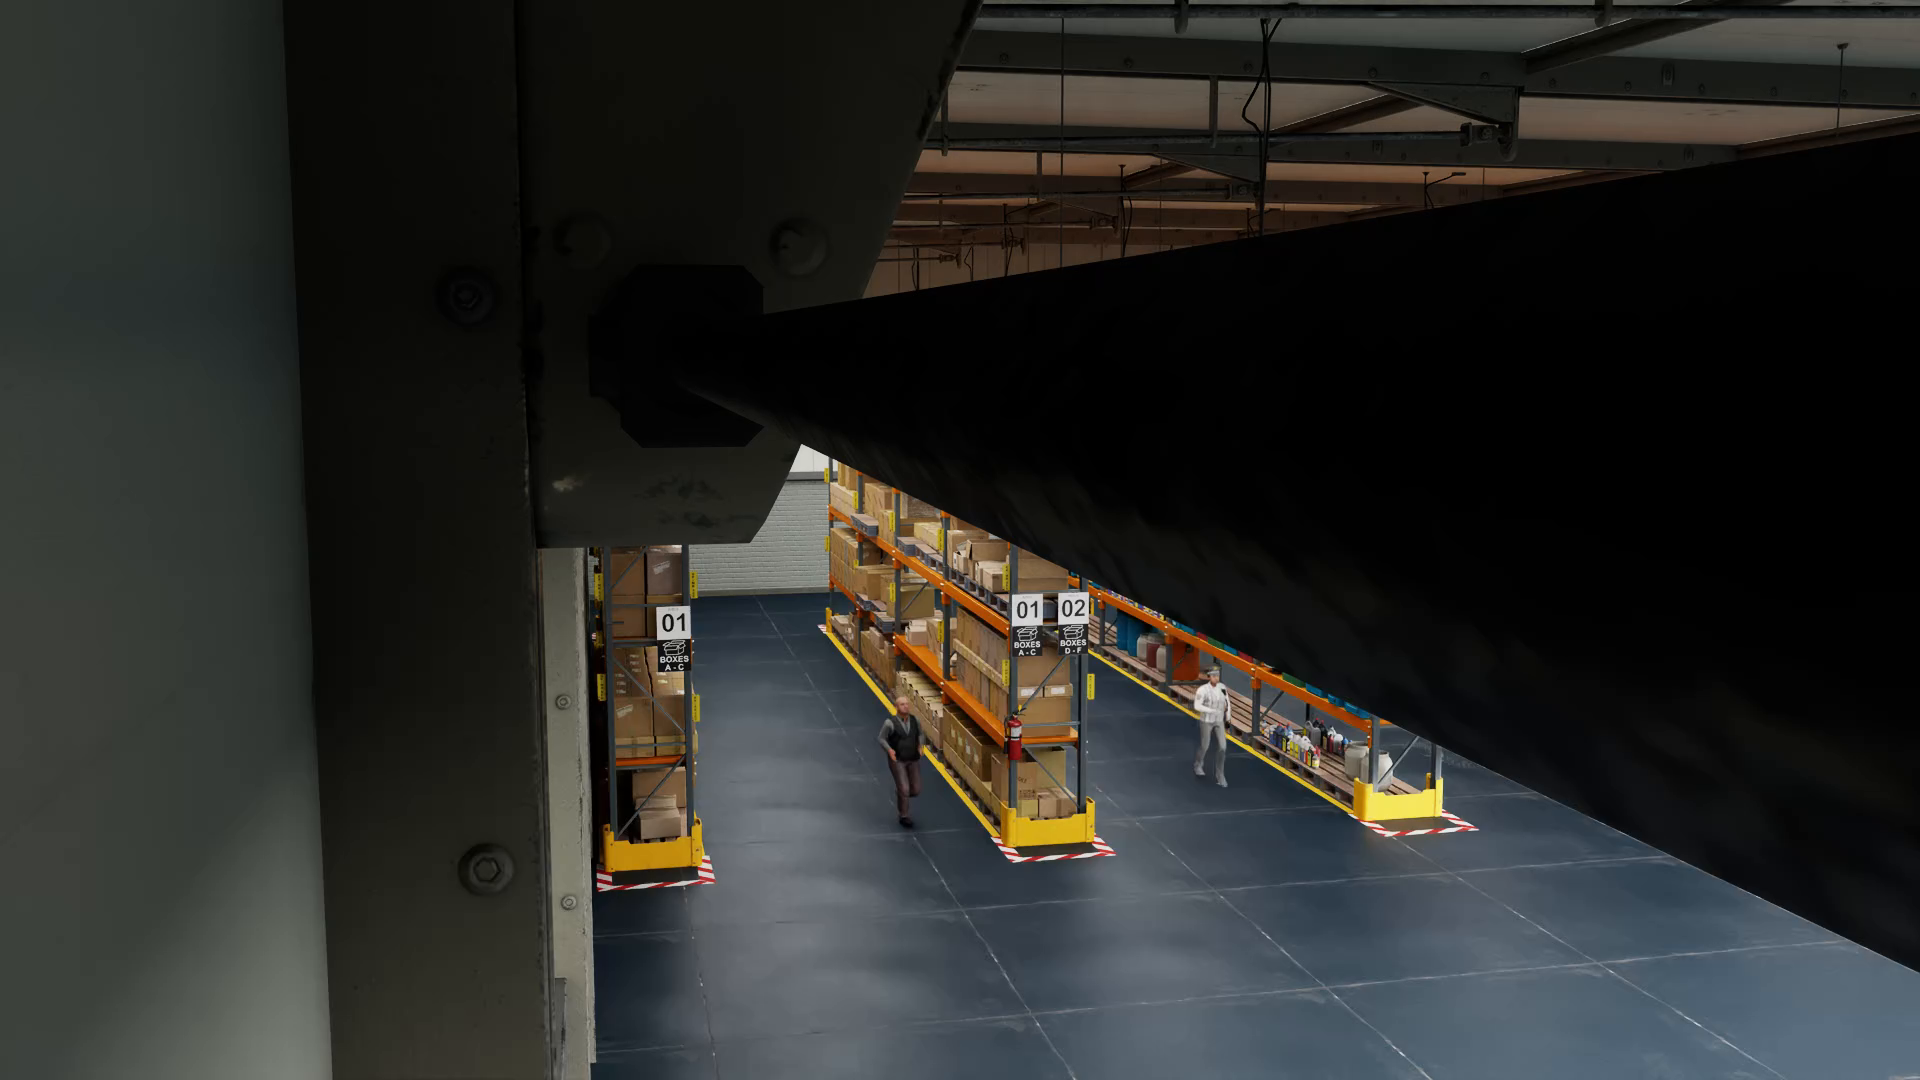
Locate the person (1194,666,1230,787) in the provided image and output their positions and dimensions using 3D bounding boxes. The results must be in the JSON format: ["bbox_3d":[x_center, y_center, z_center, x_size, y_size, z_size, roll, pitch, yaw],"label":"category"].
[{"bbox_3d":[3.631,2.663,23.943,0.631,1.770,0.739,-2,7,-17],"label":"person"}]

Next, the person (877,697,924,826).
[{"bbox_3d":[-0.762,2.896,21.919,0.661,1.675,0.647,-3,7,-24],"label":"person"}]
